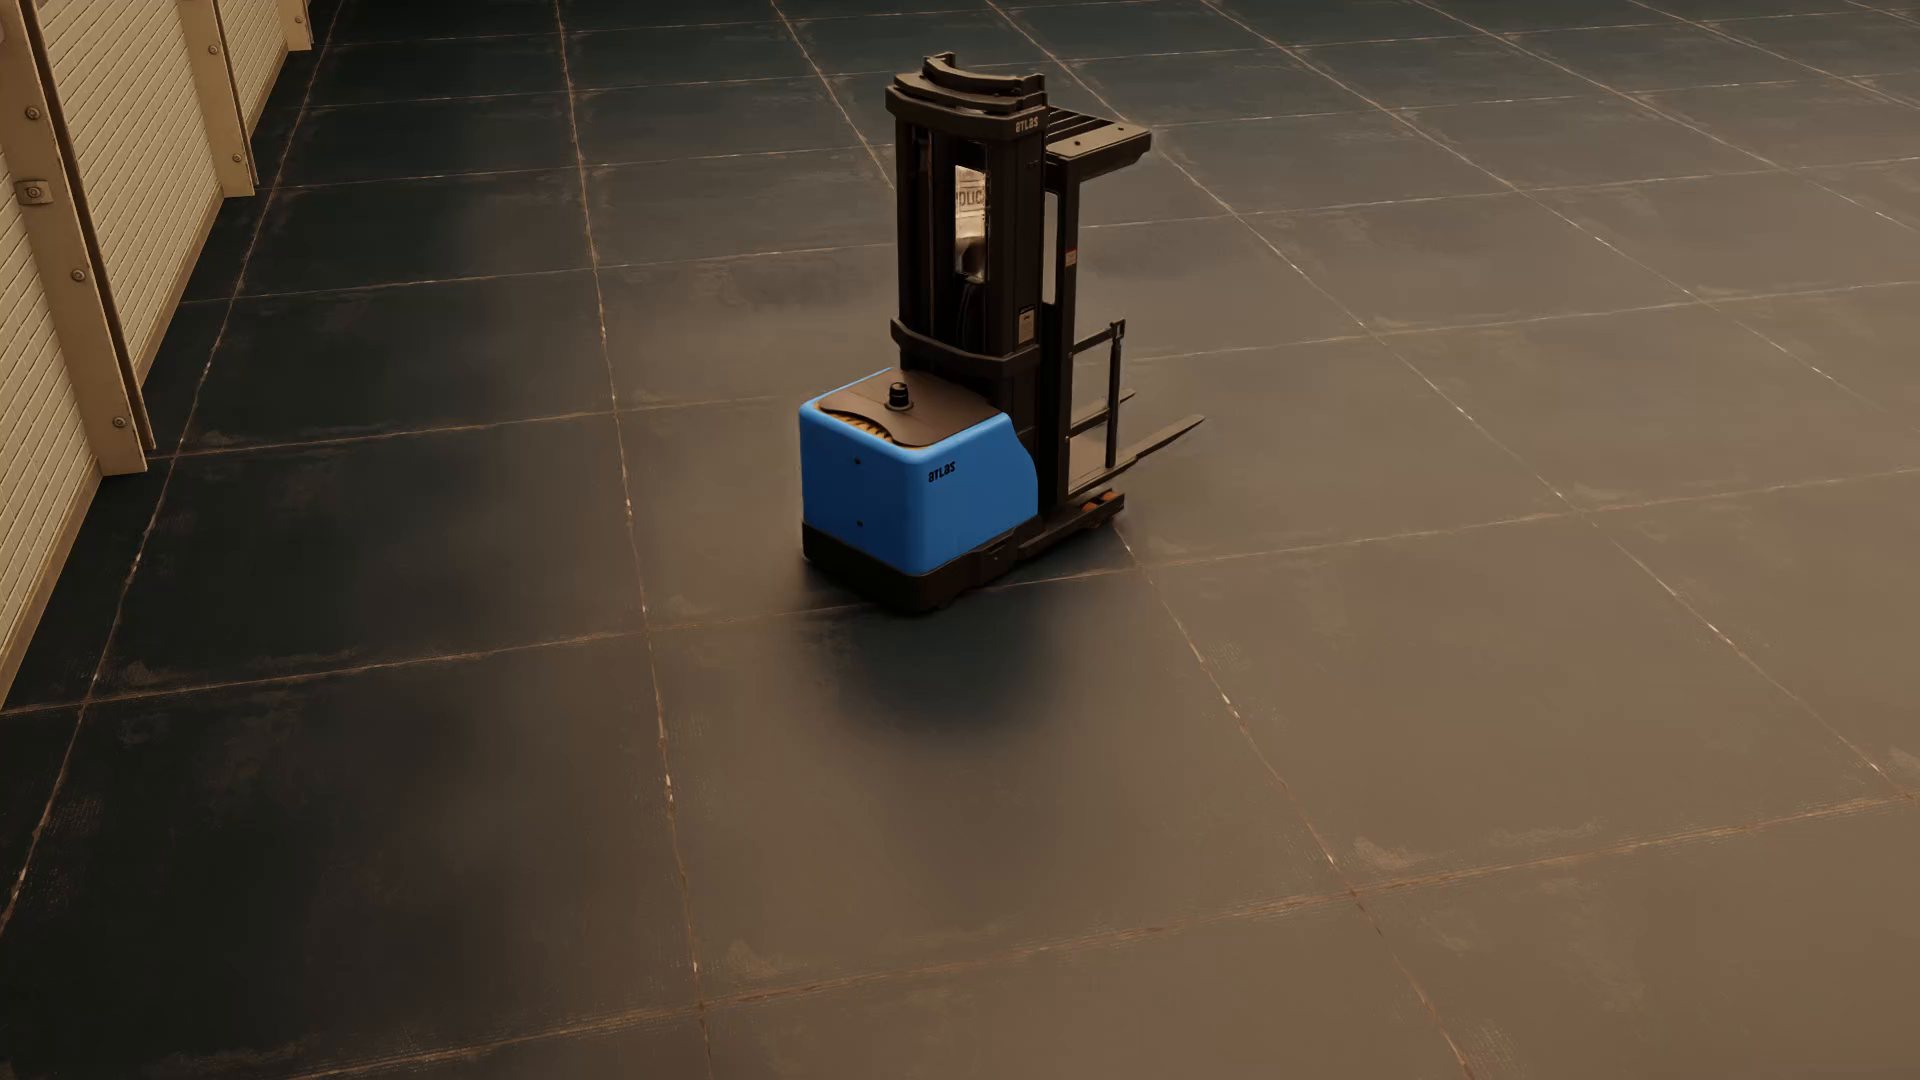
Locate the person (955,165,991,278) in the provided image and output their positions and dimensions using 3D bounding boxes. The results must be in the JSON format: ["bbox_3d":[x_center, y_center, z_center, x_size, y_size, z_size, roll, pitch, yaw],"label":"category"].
[{"bbox_3d":[0.035,-2.407,12.937,0.792,1.730,0.576,-11,32,-18],"label":"person"}]

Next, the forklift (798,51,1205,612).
[{"bbox_3d":[0.416,-1.498,10.163,1.130,2.935,3.031,26,39,37],"label":"forklift"}]
